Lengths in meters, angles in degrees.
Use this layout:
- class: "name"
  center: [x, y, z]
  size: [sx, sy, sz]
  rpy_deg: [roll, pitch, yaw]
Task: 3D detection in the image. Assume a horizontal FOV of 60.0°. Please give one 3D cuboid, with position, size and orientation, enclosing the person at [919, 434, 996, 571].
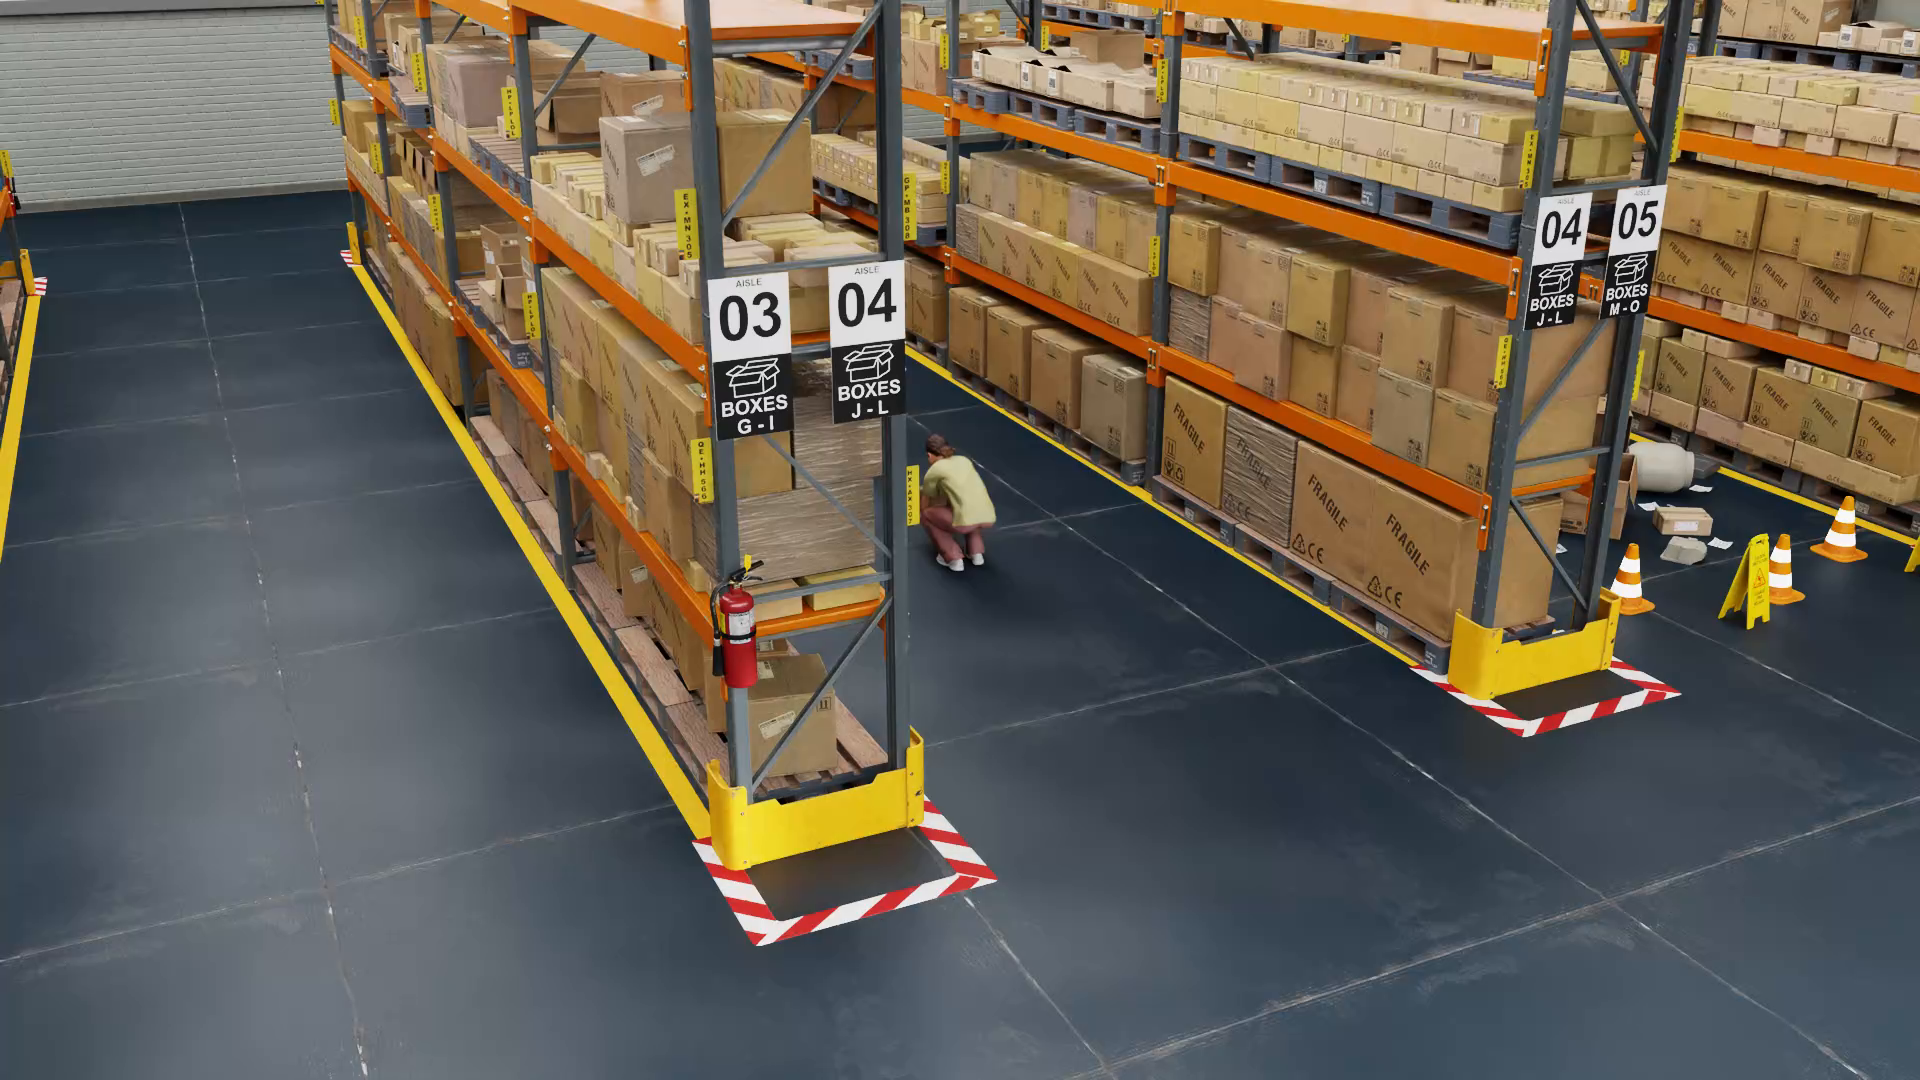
- class: "person"
  center: [-0.041, -0.298, 12.714]
  size: [0.460, 0.943, 0.807]
  rpy_deg: [-11, 25, -25]
